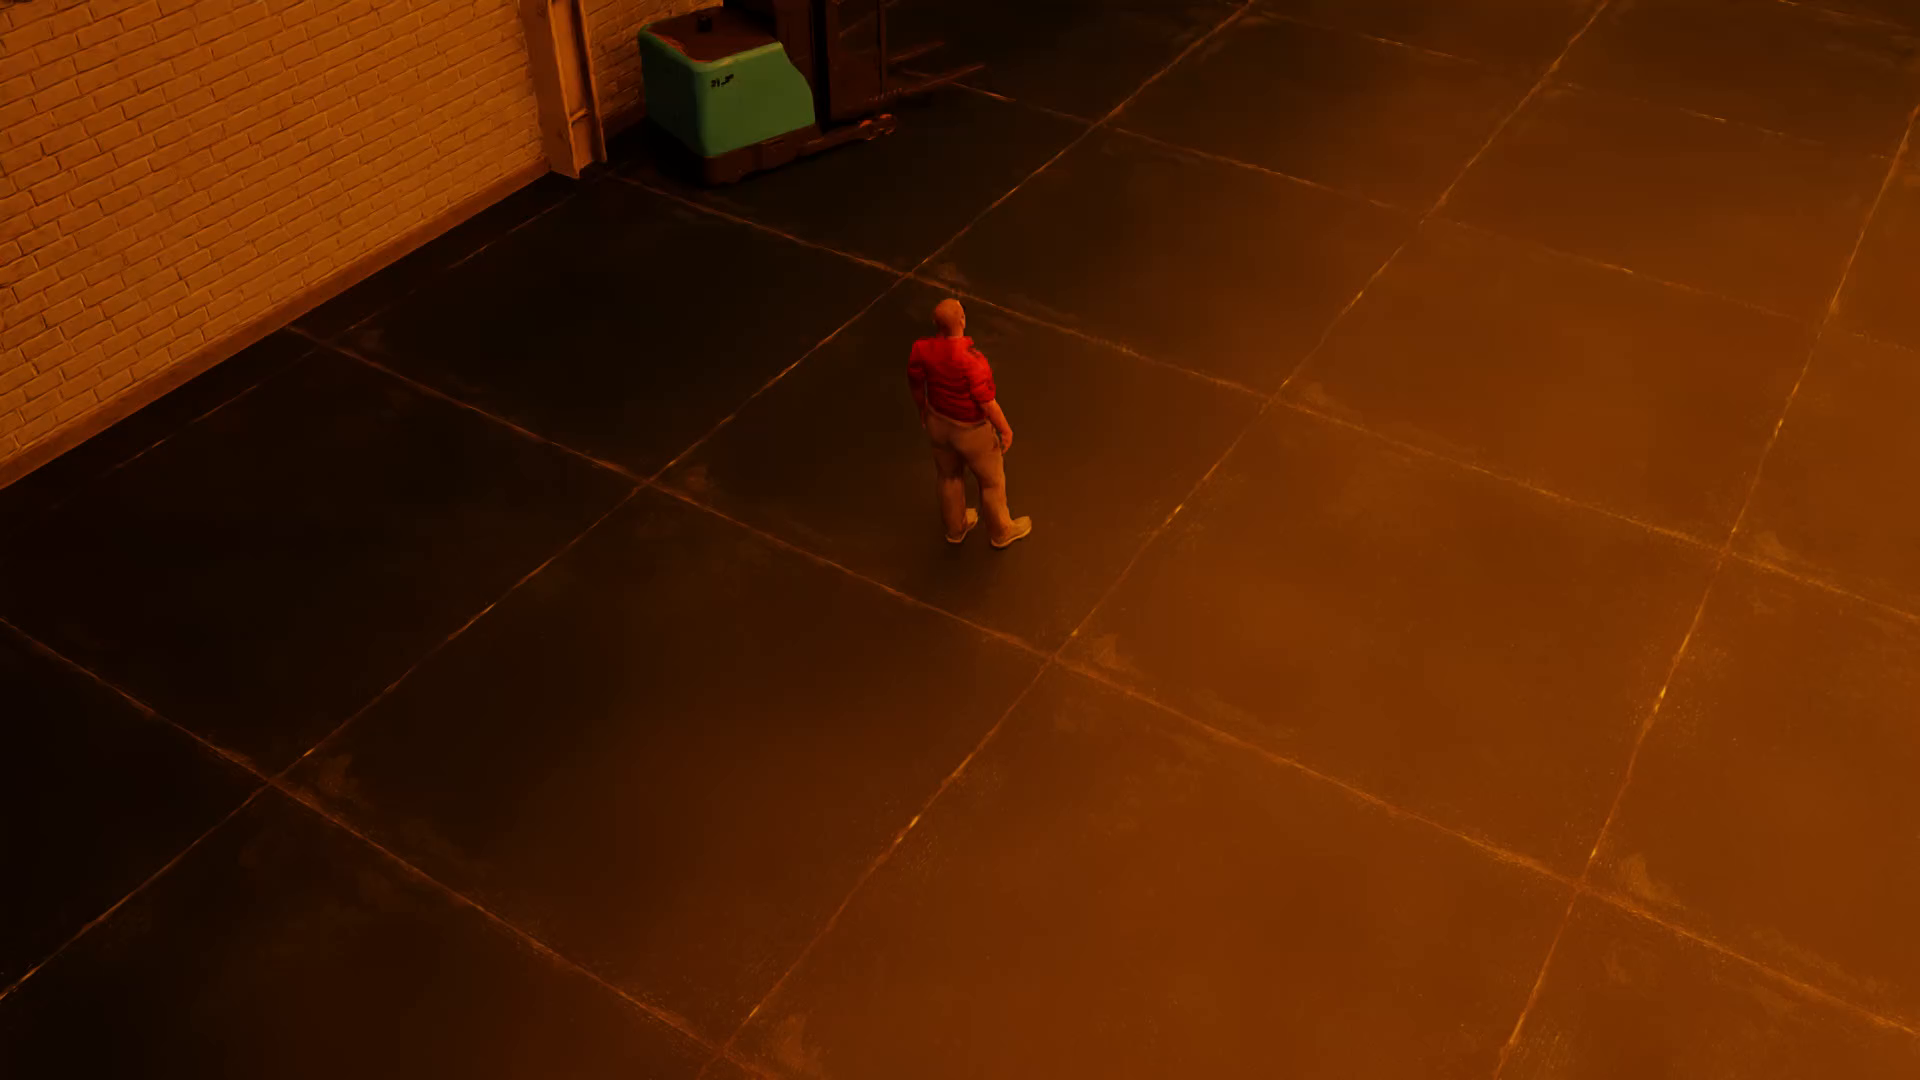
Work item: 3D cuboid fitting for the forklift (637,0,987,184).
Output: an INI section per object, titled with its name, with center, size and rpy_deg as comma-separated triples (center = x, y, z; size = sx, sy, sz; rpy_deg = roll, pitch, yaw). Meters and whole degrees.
[forklift]
center = -1.159, -4.799, 13.630
size = 3.031, 2.935, 1.130
rpy_deg = -26, 47, -28

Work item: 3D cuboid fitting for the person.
[person]
center = 0.058, -0.710, 9.723
size = 0.640, 1.727, 0.550
rpy_deg = 22, 45, 24
